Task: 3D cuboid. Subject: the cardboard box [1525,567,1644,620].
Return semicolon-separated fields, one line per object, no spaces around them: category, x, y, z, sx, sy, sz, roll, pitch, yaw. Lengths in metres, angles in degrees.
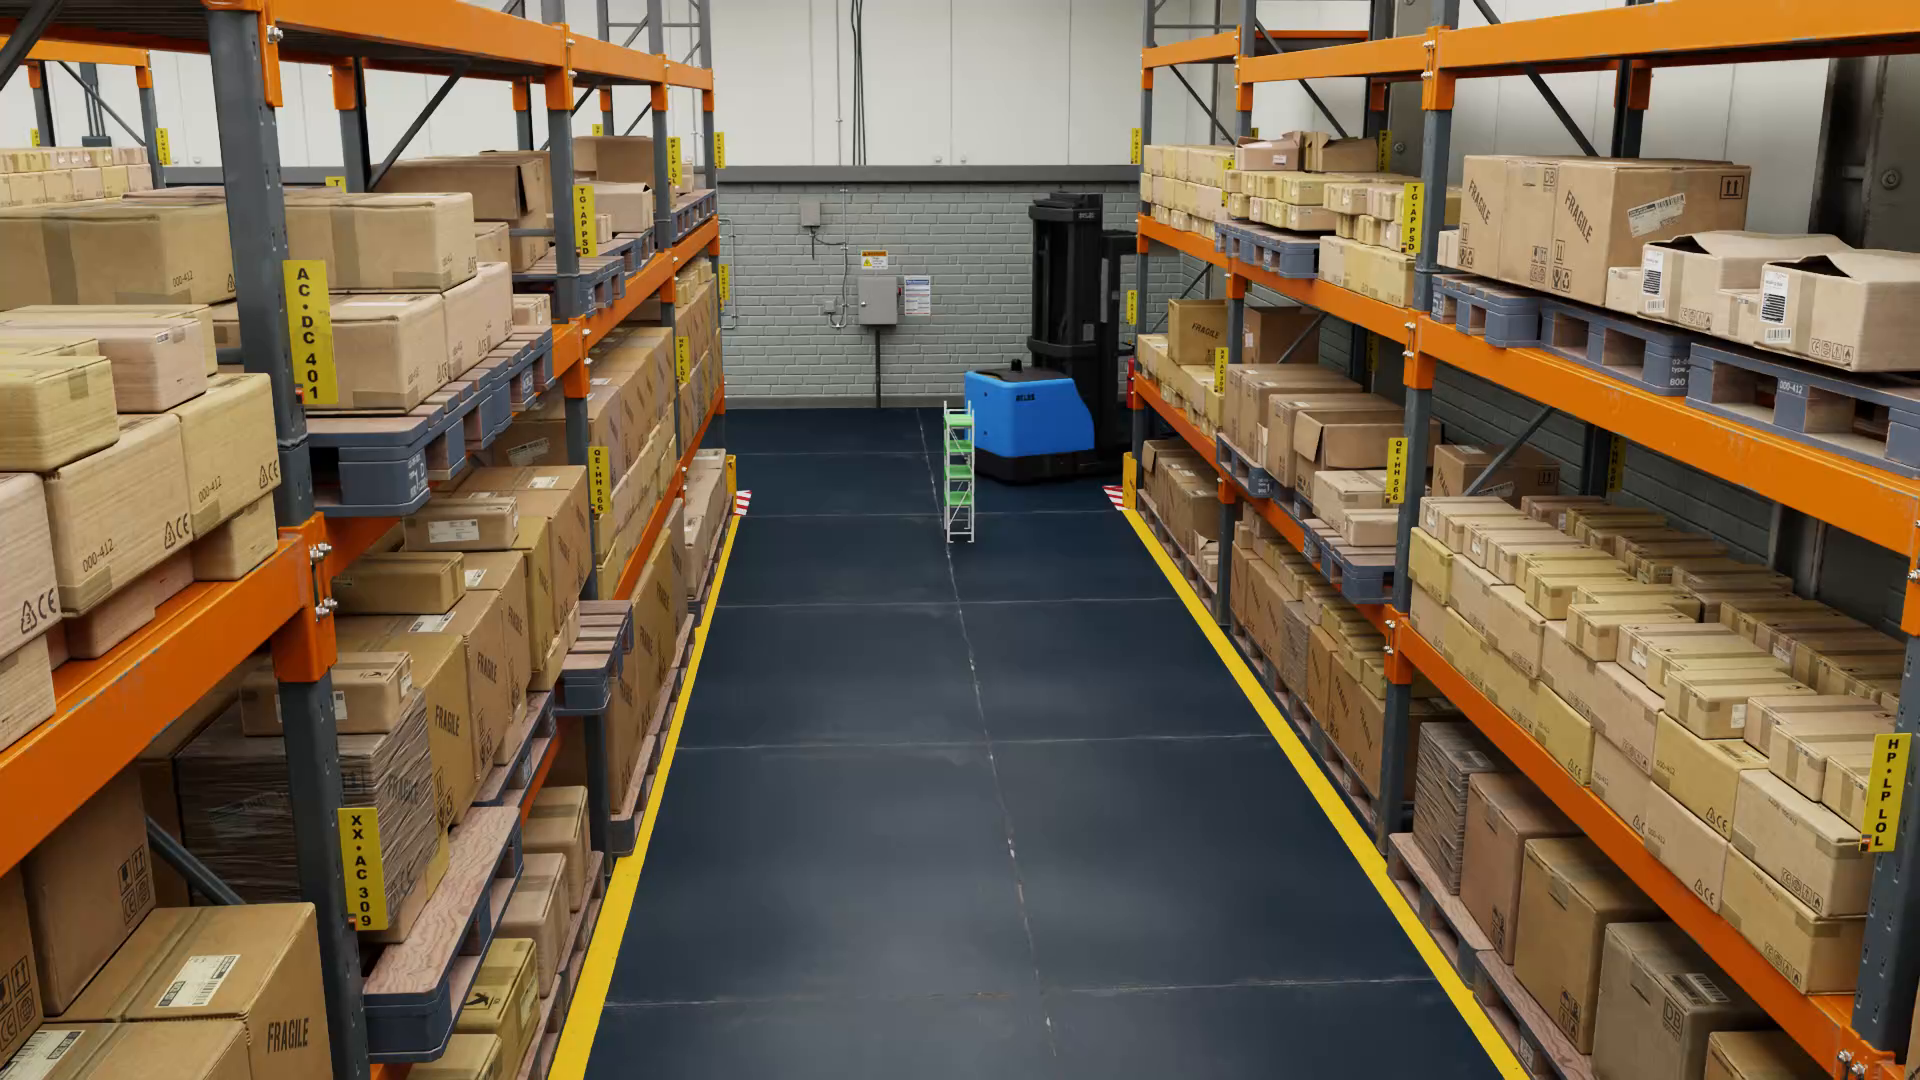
cardboard box;2.504;0.213;6.675;0.380;0.149;0.250;-1;14;-2

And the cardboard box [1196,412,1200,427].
cardboard box;2.101;-0.972;13.287;0.380;0.149;0.250;-1;14;-2

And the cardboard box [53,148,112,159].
cardboard box;-7.448;-3.250;14.115;0.380;0.149;0.250;-1;14;-5

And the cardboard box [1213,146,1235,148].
cardboard box;2.530;-3.349;14.704;0.500;0.250;0.500;-1;14;-5

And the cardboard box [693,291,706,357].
cardboard box;-2.376;-1.780;13.716;0.500;0.500;0.500;-1;14;-4

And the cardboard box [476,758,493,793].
cardboard box;-1.826;0.762;5.707;0.380;0.149;0.250;-1;14;-3

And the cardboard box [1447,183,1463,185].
cardboard box;2.802;-1.956;9.493;0.380;0.149;0.250;-1;14;-4

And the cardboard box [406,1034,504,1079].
cardboard box;-2.101;2.004;5.650;0.950;0.372;0.625;0;14;0

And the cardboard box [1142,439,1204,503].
cardboard box;2.135;-0.659;15.736;0.797;0.503;0.637;-1;15;-6

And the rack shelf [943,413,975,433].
rack shelf;-0.010;-1.025;14.933;0.258;0.148;0.480;-1;14;-3

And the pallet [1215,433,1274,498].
pallet;2.380;-0.530;11.453;1.003;0.211;1.213;-1;14;-3

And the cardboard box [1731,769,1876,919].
cardboard box;2.650;0.878;4.891;0.500;0.250;0.500;-1;14;-5

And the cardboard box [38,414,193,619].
cardboard box;-1.690;-0.049;2.882;0.500;0.250;0.500;-1;14;-4

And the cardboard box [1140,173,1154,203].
cardboard box;1.947;-3.228;15.237;0.500;0.250;0.500;-1;14;-4

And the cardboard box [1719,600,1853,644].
cardboard box;3.080;0.333;6.211;0.380;0.149;0.250;-1;14;-3

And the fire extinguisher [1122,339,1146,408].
fire extinguisher;1.721;-1.630;16.245;0.296;0.674;0.183;-1;14;-3

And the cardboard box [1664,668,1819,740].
cardboard box;2.547;0.533;5.433;0.380;0.149;0.250;-1;14;-5

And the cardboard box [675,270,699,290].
cardboard box;-2.406;-2.185;13.990;0.380;0.149;0.250;-1;14;-2

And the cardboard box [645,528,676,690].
cardboard box;-2.332;0.457;10.652;0.966;0.875;0.966;-2;15;-8

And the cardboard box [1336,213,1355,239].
cardboard box;2.372;-1.807;9.510;0.380;0.149;0.250;0;14;-2

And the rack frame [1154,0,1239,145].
rack frame;2.189;-4.724;15.326;0.949;2.616;0.053;-1;14;-3

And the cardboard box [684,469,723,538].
cardboard box;-2.556;-0.313;14.524;0.875;0.438;0.875;0;14;-2

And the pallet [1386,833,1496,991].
pallet;2.700;1.727;7.891;1.003;0.211;1.213;-1;14;-3

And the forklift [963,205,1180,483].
forklift;-2.499;-1.902;16.713;11.404;2.843;2.676;-7;16;-26

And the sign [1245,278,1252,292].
sign;2.747;-2.536;15.904;0.100;0.325;0.005;-1;14;-3

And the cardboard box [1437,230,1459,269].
cardboard box;2.406;-1.329;7.577;0.380;0.166;0.250;-1;14;-4

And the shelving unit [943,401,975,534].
shelving unit;-6.149;0.483;10.742;13.061;1.200;8.595;-1;14;-3

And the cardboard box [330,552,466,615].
cardboard box;-1.865;0.143;5.511;0.380;0.149;0.250;0;14;0

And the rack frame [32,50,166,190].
rack frame;-7.696;-4.545;14.630;1.000;3.000;0.127;-1;14;-3

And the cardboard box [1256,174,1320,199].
cardboard box;2.124;-2.277;10.700;0.380;0.149;0.250;-1;14;-4

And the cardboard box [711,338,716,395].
cardboard box;-2.452;-1.548;14.824;0.500;0.500;0.500;-1;14;-5

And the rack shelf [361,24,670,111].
rack shelf;-2.390;-2.612;9.365;1.077;0.370;4.000;-1;14;-3

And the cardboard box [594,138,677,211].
cardboard box;-2.341;-2.649;12.036;0.500;0.500;0.500;-1;14;-2

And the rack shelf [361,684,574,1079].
rack shelf;-2.142;1.095;6.196;1.077;0.370;4.000;-1;14;-3

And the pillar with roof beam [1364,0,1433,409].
pillar with roof beam;-1.001;-3.850;11.929;9.100;9.000;0.400;-1;14;-3

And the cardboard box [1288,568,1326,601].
cardboard box;2.340;0.287;10.765;0.380;0.149;0.250;0;14;-1

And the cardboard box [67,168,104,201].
cardboard box;-7.352;-2.896;13.541;0.500;0.250;0.500;-1;14;-3

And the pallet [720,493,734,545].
pallet;-2.634;-0.193;15.352;1.003;0.211;1.213;-1;14;-3

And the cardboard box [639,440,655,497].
cardboard box;-2.119;-0.430;9.974;0.500;0.250;0.500;-1;14;-2

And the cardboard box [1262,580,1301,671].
cardboard box;2.314;0.564;10.989;0.500;0.500;0.500;-1;14;-5

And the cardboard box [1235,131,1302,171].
cardboard box;2.110;-2.671;11.400;0.396;0.266;0.258;-1;14;-4

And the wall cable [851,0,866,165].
wall cable;0.138;-6.119;20.675;2.988;3.039;0.133;-1;14;-3

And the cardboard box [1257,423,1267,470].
cardboard box;2.143;-0.610;10.806;0.396;0.266;0.258;0;14;-1

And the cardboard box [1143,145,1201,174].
cardboard box;1.969;-3.470;15.176;0.500;0.250;0.500;-1;14;-4

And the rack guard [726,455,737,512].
rack guard;-2.763;-0.536;16.107;1.175;0.500;0.348;-1;14;-3

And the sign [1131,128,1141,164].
sign;1.650;-3.686;15.559;0.100;0.325;0.005;-1;14;-3

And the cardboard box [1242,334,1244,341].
cardboard box;2.485;-1.780;15.627;0.500;0.250;0.500;0;14;-2

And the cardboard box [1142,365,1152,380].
cardboard box;1.938;-1.611;15.771;0.380;0.149;0.250;-1;14;-4

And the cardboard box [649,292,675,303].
cardboard box;-2.307;-1.739;12.256;0.380;0.149;0.250;-1;14;-3

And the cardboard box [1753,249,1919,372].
cardboard box;2.647;-0.672;4.732;0.500;0.311;0.500;-1;14;-5

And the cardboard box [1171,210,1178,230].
cardboard box;1.978;-2.684;13.922;0.380;0.149;0.250;-1;14;-3

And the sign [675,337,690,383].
sign;-1.973;-1.279;11.814;0.100;0.325;0.005;-1;14;-3

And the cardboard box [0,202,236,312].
cardboard box;-2.182;-0.724;4.256;0.500;0.250;0.500;-1;14;-2
